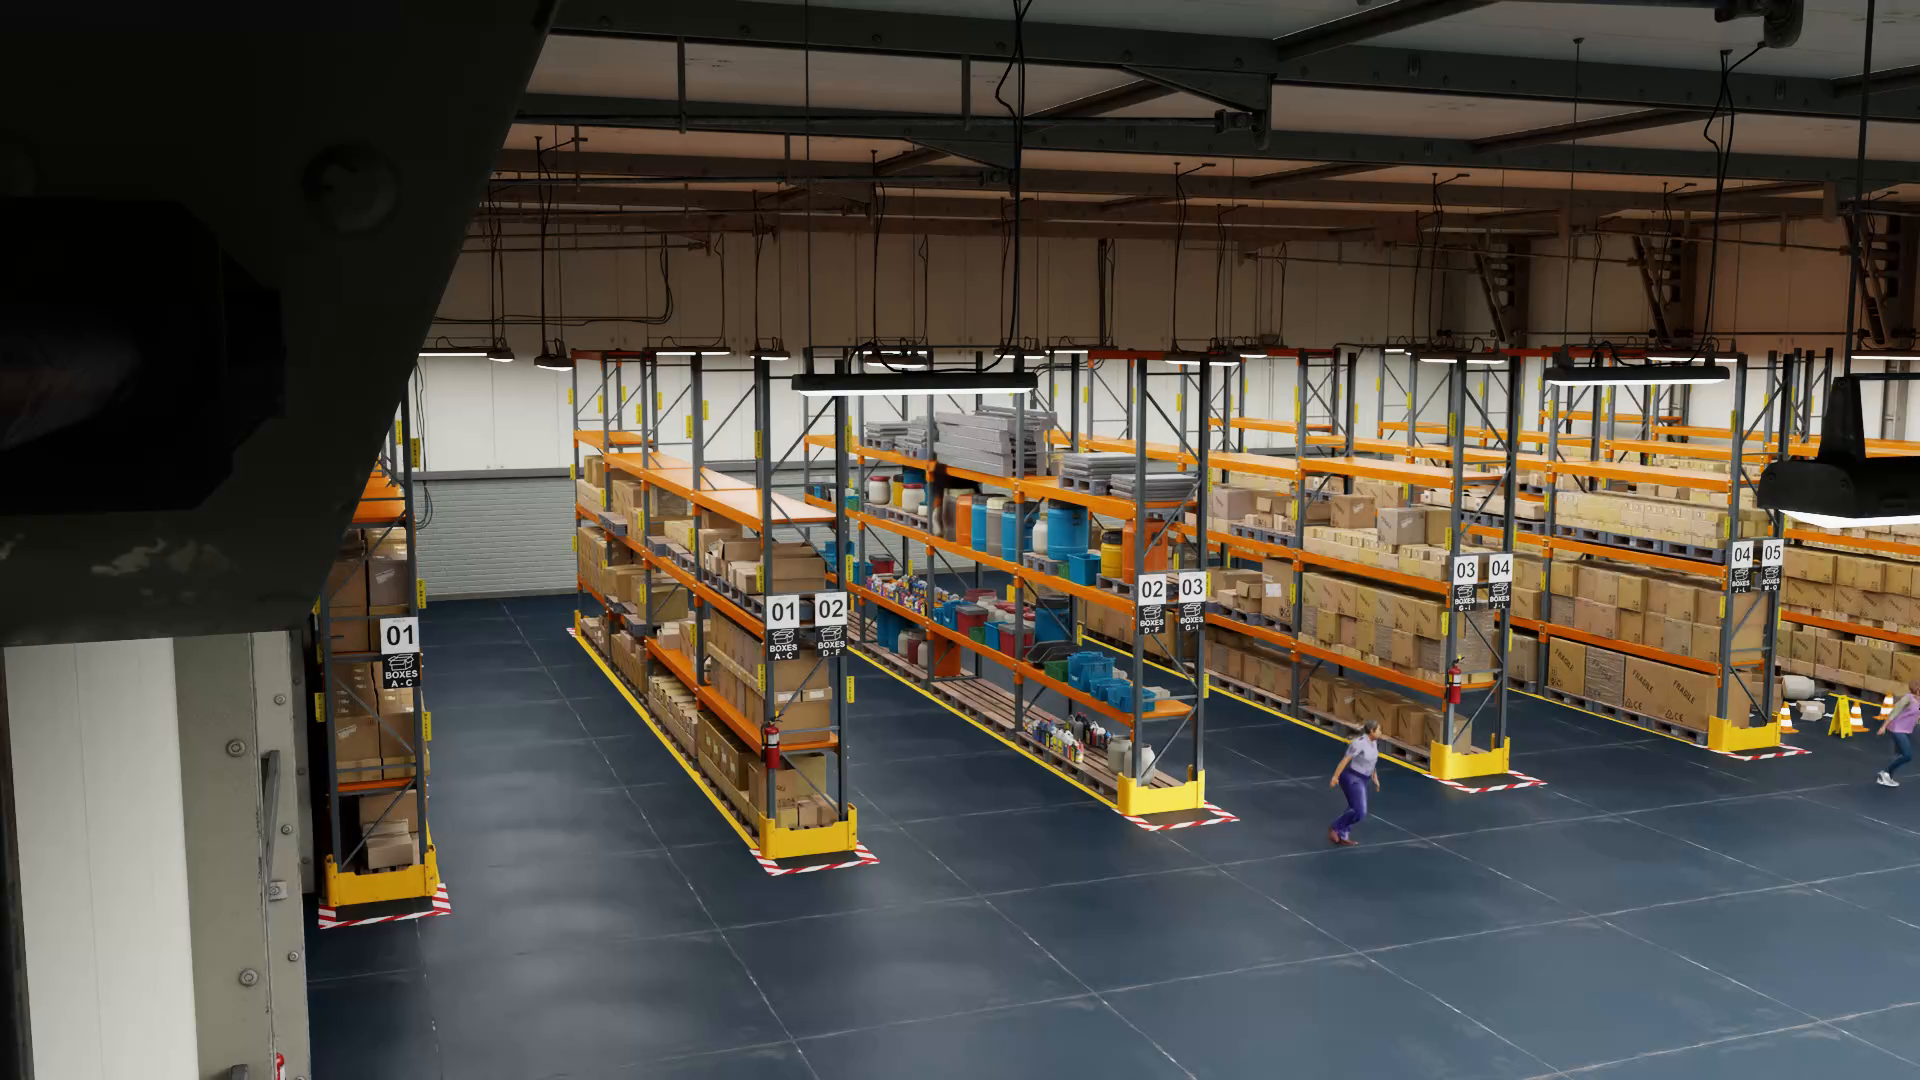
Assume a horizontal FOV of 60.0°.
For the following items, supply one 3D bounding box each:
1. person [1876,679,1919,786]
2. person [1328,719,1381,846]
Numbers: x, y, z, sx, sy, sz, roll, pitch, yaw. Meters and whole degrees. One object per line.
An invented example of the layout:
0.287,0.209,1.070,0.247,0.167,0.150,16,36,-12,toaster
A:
13.168,2.691,23.189,0.544,1.547,0.603,-7,10,-44,person
4.875,3.007,20.555,0.550,1.588,0.650,5,9,33,person
